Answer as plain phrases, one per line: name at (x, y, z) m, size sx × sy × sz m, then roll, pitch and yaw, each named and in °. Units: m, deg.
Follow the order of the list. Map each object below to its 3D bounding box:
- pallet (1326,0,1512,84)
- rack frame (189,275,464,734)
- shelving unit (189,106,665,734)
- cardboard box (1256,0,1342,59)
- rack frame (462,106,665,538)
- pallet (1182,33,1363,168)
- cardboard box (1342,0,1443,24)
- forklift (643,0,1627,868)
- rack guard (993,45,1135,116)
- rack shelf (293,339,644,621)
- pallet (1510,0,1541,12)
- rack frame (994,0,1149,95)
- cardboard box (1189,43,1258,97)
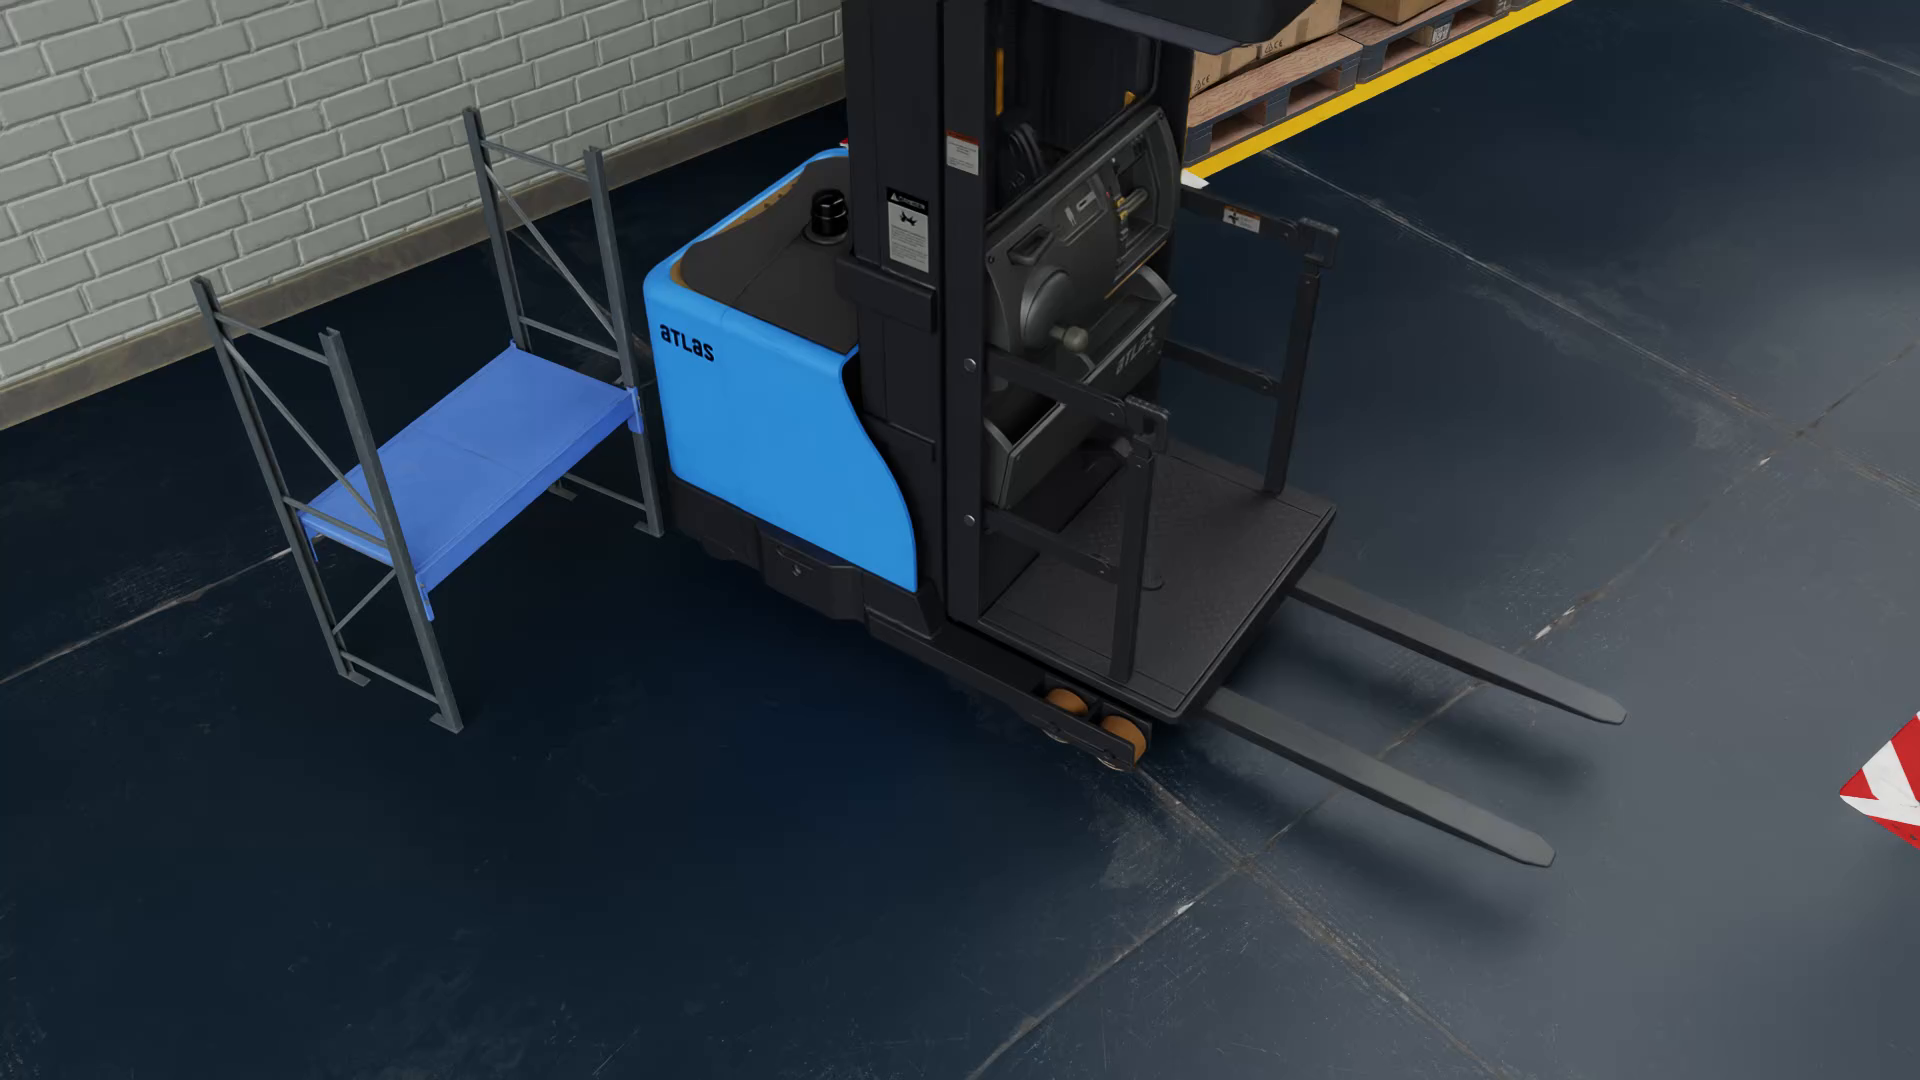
pallet at (2.094, -2.815, 8.593) m, size 1.213 × 0.211 × 1.003 m, roll -30°, pitch 51°, yaw -28°
rack frame at (-1.755, -0.044, 4.701) m, size 0.500 × 1.500 × 0.032 m, roll 21°, pitch 47°, yaw 21°
shelving unit at (-1.502, -0.345, 5.022) m, size 0.538 × 1.500 × 1.048 m, roll 21°, pitch 47°, yaw 21°
cardboard box at (1.480, -2.614, 7.985) m, size 0.500 × 0.311 × 0.500 m, roll -26°, pitch 49°, yaw -25°
rack frame at (-1.249, -0.647, 5.343) m, size 0.500 × 1.500 × 0.032 m, roll 21°, pitch 47°, yaw 21°
pallet at (1.159, -2.282, 8.025) m, size 1.213 × 0.211 × 1.003 m, roll -30°, pitch 51°, yaw -28°
cardboard box at (2.075, -2.979, 8.235) m, size 0.500 × 0.500 × 0.700 m, roll -33°, pitch 52°, yaw -30°
forklift at (0.522, -0.793, 4.453) m, size 3.031 × 2.935 × 1.130 m, roll 25°, pitch 49°, yaw 24°
rack guard at (0.513, -2.049, 7.566) m, size 0.348 × 0.500 × 1.175 m, roll -30°, pitch 51°, yaw -28°
rack shelf at (-1.502, -0.214, 5.145) m, size 0.538 × 0.185 × 1.000 m, roll 21°, pitch 47°, yaw 21°
pallet at (3.030, -3.354, 9.167) m, size 1.213 × 0.211 × 1.003 m, roll -30°, pitch 51°, yaw -28°
rack frame at (0.454, -2.927, 6.675) m, size 0.127 × 3.000 × 1.000 m, roll -30°, pitch 51°, yaw -28°
cardboard box at (1.043, -2.364, 7.718) m, size 0.500 × 0.311 × 0.500 m, roll 33°, pitch 52°, yaw 30°
